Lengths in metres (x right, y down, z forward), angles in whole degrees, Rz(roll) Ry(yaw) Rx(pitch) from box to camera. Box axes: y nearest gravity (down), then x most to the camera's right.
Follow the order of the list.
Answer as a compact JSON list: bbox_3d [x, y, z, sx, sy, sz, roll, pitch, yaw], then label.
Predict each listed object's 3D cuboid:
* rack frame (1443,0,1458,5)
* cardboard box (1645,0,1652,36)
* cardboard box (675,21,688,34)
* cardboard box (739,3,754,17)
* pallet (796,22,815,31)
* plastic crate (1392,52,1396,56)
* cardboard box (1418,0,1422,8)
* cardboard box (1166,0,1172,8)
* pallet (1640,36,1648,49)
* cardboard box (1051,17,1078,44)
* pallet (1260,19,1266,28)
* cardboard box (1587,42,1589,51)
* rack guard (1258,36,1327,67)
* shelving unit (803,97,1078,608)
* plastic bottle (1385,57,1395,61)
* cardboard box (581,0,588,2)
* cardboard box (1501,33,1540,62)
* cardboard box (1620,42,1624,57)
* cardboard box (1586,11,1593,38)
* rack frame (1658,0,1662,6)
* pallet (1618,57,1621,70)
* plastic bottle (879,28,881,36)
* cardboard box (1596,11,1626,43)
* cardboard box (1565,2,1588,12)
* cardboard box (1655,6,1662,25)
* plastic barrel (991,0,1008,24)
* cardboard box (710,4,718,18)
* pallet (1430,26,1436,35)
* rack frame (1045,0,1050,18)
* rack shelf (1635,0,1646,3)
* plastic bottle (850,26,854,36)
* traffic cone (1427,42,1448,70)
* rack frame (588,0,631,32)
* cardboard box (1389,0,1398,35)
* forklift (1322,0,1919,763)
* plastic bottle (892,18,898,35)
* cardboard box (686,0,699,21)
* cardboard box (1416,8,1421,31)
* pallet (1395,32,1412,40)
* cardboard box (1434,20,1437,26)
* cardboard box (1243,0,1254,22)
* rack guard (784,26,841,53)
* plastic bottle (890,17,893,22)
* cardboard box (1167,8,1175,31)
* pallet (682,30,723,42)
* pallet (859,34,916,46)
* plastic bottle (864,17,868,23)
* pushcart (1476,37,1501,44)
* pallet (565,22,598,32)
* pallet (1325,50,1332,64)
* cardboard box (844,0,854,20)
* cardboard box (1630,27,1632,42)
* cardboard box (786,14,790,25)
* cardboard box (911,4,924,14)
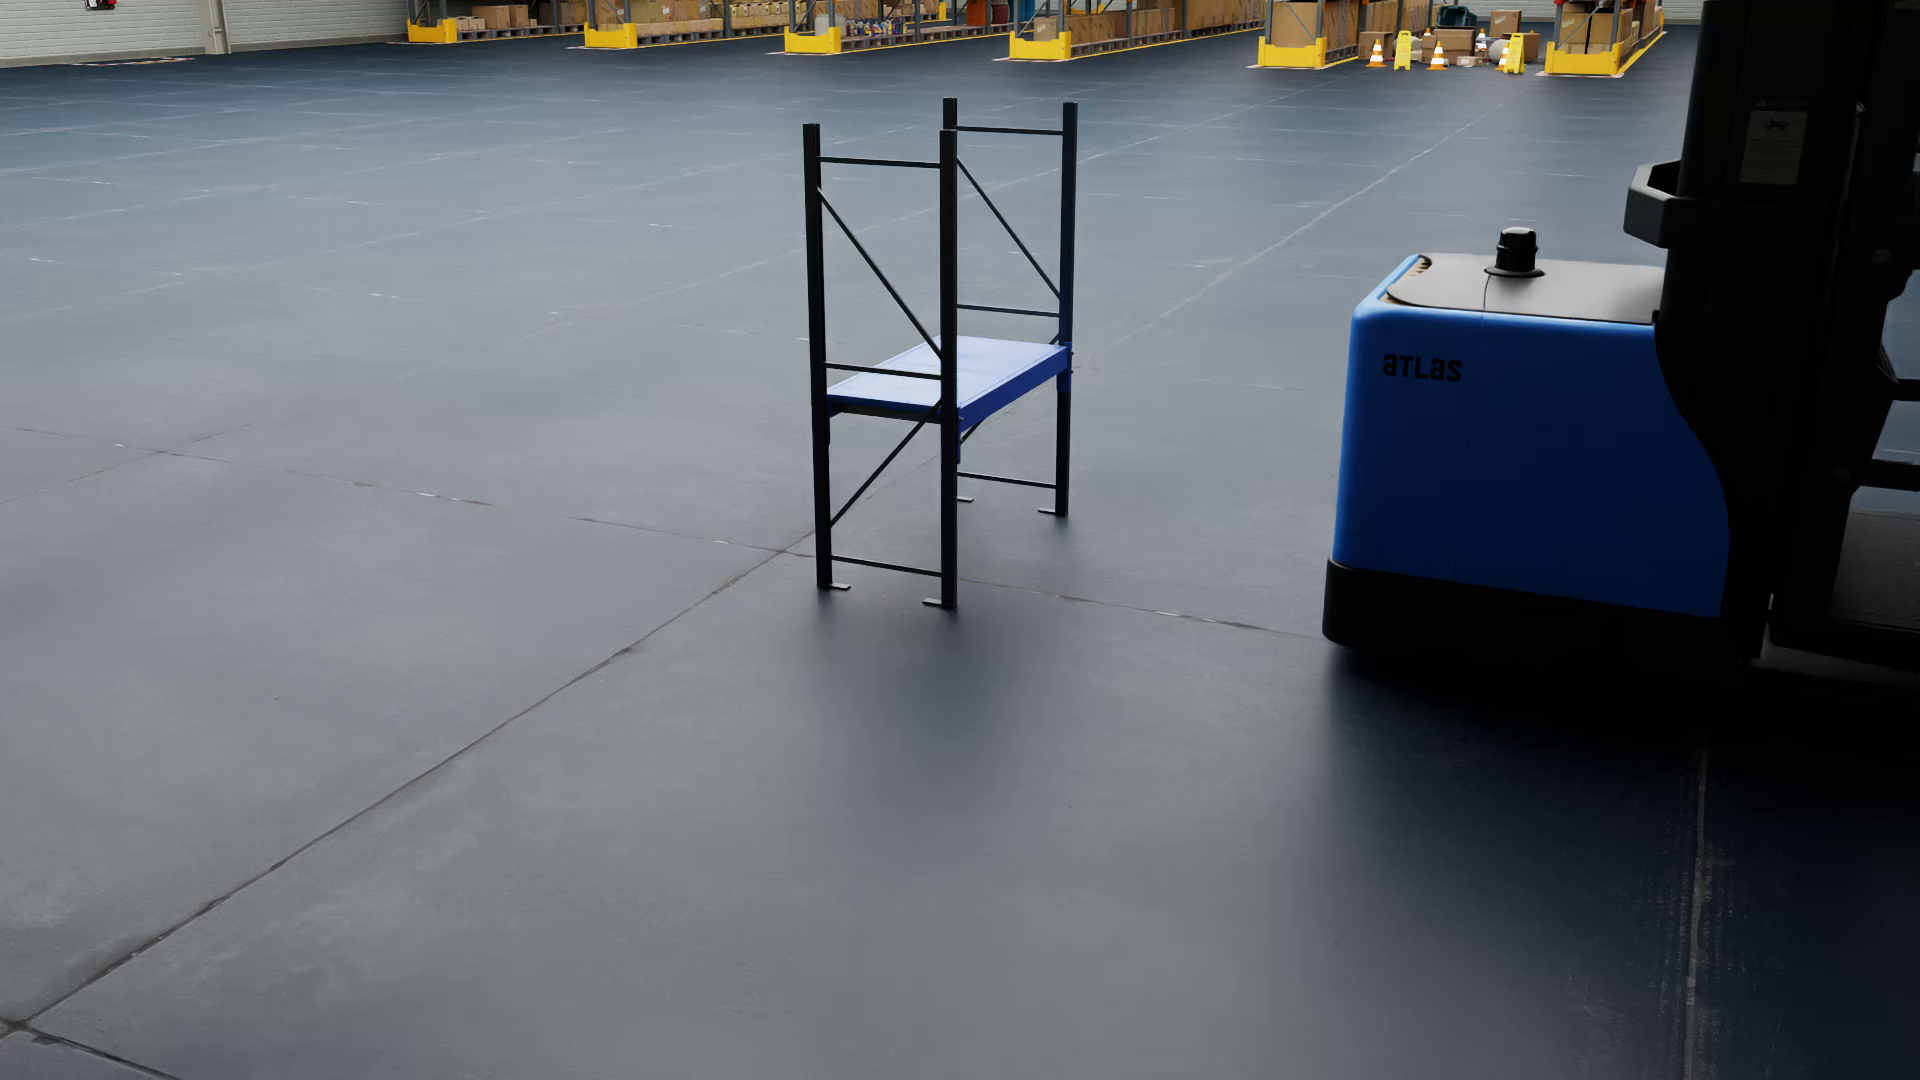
[{"bbox_3d":[12.549,-14.890,43.360,1.000,3.000,0.127,9,21,23],"label":"rack frame"},{"bbox_3d":[14.559,-11.465,36.273,0.875,0.875,0.875,9,21,23],"label":"cardboard box"},{"bbox_3d":[-6.484,-11.565,37.487,0.500,0.250,0.500,9,21,23],"label":"cardboard box"},{"bbox_3d":[-5.278,-12.704,39.855,0.500,0.311,0.500,8,21,22],"label":"cardboard box"},{"bbox_3d":[-3.906,-13.425,43.404,1.003,0.211,1.213,9,21,23],"label":"pallet"},{"bbox_3d":[8.760,-9.691,32.852,0.662,0.188,0.450,-14,14,-33],"label":"plastic crate"},{"bbox_3d":[10.411,-12.459,38.511,0.500,0.250,0.500,8,21,20],"label":"cardboard box"},{"bbox_3d":[4.543,-12.330,38.116,0.500,0.250,0.500,10,22,25],"label":"cardboard box"},{"bbox_3d":[14.222,-10.713,35.777,1.003,0.211,1.213,9,21,23],"label":"pallet"},{"bbox_3d":[1.998,-10.106,33.014,0.500,0.500,0.500,15,25,37],"label":"cardboard box"},{"bbox_3d":[7.810,-14.032,45.111,1.003,0.211,1.213,9,21,23],"label":"pallet"},{"bbox_3d":[10.860,-8.694,29.415,0.500,0.250,0.500,9,21,23],"label":"cardboard box"},{"bbox_3d":[5.988,-8.814,30.005,1.175,0.500,0.348,9,21,23],"label":"rack guard"},{"bbox_3d":[-0.035,-0.681,5.644,0.538,1.500,1.048,9,21,23],"label":"shelving unit"},{"bbox_3d":[8.197,-9.091,31.441,0.283,0.061,0.133,1,20,4],"label":"plastic bottle"},{"bbox_3d":[-9.732,-13.877,42.466,0.500,0.250,0.500,8,21,21],"label":"cardboard box"},{"bbox_3d":[10.513,-9.256,31.245,0.500,0.500,0.500,-9,22,-24],"label":"cardboard box"},{"bbox_3d":[11.353,-8.616,29.197,0.500,0.250,0.500,9,22,25],"label":"cardboard box"},{"bbox_3d":[10.856,-9.047,29.288,0.500,0.500,0.500,9,22,25],"label":"cardboard box"},{"bbox_3d":[17.107,-14.241,41.537,1.000,3.000,0.127,9,21,23],"label":"rack frame"},{"bbox_3d":[10.951,-8.303,29.001,1.003,0.211,1.213,9,21,23],"label":"pallet"},{"bbox_3d":[-1.756,-10.956,35.818,0.097,0.201,0.097,0,20,0],"label":"plastic bottle"},{"bbox_3d":[11.357,-8.982,29.107,0.500,0.500,0.500,8,21,21],"label":"cardboard box"},{"bbox_3d":[10.840,-9.390,29.286,0.380,0.149,0.250,9,21,24],"label":"cardboard box"},{"bbox_3d":[16.928,-13.017,41.290,0.875,0.438,0.875,8,21,21],"label":"cardboard box"},{"bbox_3d":[0.918,-13.394,42.127,0.600,0.588,0.708,9,21,23],"label":"plastic barrel"},{"bbox_3d":[-5.980,-12.623,39.626,0.500,0.311,0.500,9,21,23],"label":"cardboard box"},{"bbox_3d":[11.154,-12.563,40.980,1.003,0.211,1.213,9,21,23],"label":"pallet"},{"bbox_3d":[1.909,-15.058,43.834,1.000,3.000,0.127,9,21,23],"label":"rack frame"},{"bbox_3d":[13.012,-10.846,33.062,1.077,0.370,4.000,9,21,23],"label":"rack shelf"},{"bbox_3d":[-2.346,-11.004,35.955,0.097,0.201,0.097,0,20,0],"label":"plastic bottle"},{"bbox_3d":[8.402,-8.512,29.213,0.336,0.463,0.334,9,21,23],"label":"traffic cone"},{"bbox_3d":[-7.522,-12.071,35.433,1.000,3.000,0.127,9,21,23],"label":"rack frame"},{"bbox_3d":[8.942,-11.408,36.302,1.050,0.750,0.750,8,21,22],"label":"cardboard box"},{"bbox_3d":[2.647,-0.973,4.330,3.031,2.935,1.130,8,21,22],"label":"forklift"},{"bbox_3d":[-1.446,-11.277,36.497,0.144,0.351,0.185,7,21,20],"label":"plastic bottle"},{"bbox_3d":[-6.291,-12.073,37.797,0.500,0.500,0.500,9,21,23],"label":"cardboard box"},{"bbox_3d":[10.414,-12.113,38.657,0.500,0.500,0.500,8,21,22],"label":"cardboard box"},{"bbox_3d":[9.595,-11.369,37.622,1.003,0.211,1.213,9,21,23],"label":"pallet"},{"bbox_3d":[11.463,-12.670,40.747,0.380,0.149,0.250,9,22,24],"label":"cardboard box"},{"bbox_3d":[7.140,-14.041,43.518,0.875,0.875,0.875,9,21,23],"label":"cardboard box"},{"bbox_3d":[-3.017,-10.242,34.021,1.175,0.500,0.348,9,21,23],"label":"rack guard"},{"bbox_3d":[-1.499,-11.355,36.718,0.144,0.351,0.185,9,21,23],"label":"plastic bottle"},{"bbox_3d":[4.534,-11.978,38.246,0.700,0.500,0.500,7,21,20],"label":"cardboard box"},{"bbox_3d":[-6.248,-11.742,38.671,1.003,0.211,1.213,9,21,23],"label":"pallet"},{"bbox_3d":[-1.680,-11.099,36.863,1.003,0.211,1.213,9,21,23],"label":"pallet"},{"bbox_3d":[-2.076,-11.382,36.793,0.144,0.351,0.185,9,22,24],"label":"plastic bottle"},{"bbox_3d":[10.092,-9.635,32.499,1.648,0.377,0.936,1,20,4],"label":"pushcart"},{"bbox_3d":[-9.589,-13.271,42.969,1.003,0.211,1.213,9,21,23],"label":"pallet"},{"bbox_3d":[6.254,-8.940,30.792,1.003,0.211,1.213,9,21,23],"label":"pallet"},{"bbox_3d":[-3.171,-14.119,44.268,0.500,0.500,0.500,8,21,21],"label":"cardboard box"},{"bbox_3d":[12.405,-9.694,32.044,0.950,0.372,0.625,9,21,23],"label":"cardboard box"},{"bbox_3d":[-4.447,-13.066,41.709,0.500,0.250,0.500,8,21,22],"label":"cardboard box"},{"bbox_3d":[-1.385,-15.387,48.206,0.500,0.250,0.500,9,21,23],"label":"cardboard box"}]
